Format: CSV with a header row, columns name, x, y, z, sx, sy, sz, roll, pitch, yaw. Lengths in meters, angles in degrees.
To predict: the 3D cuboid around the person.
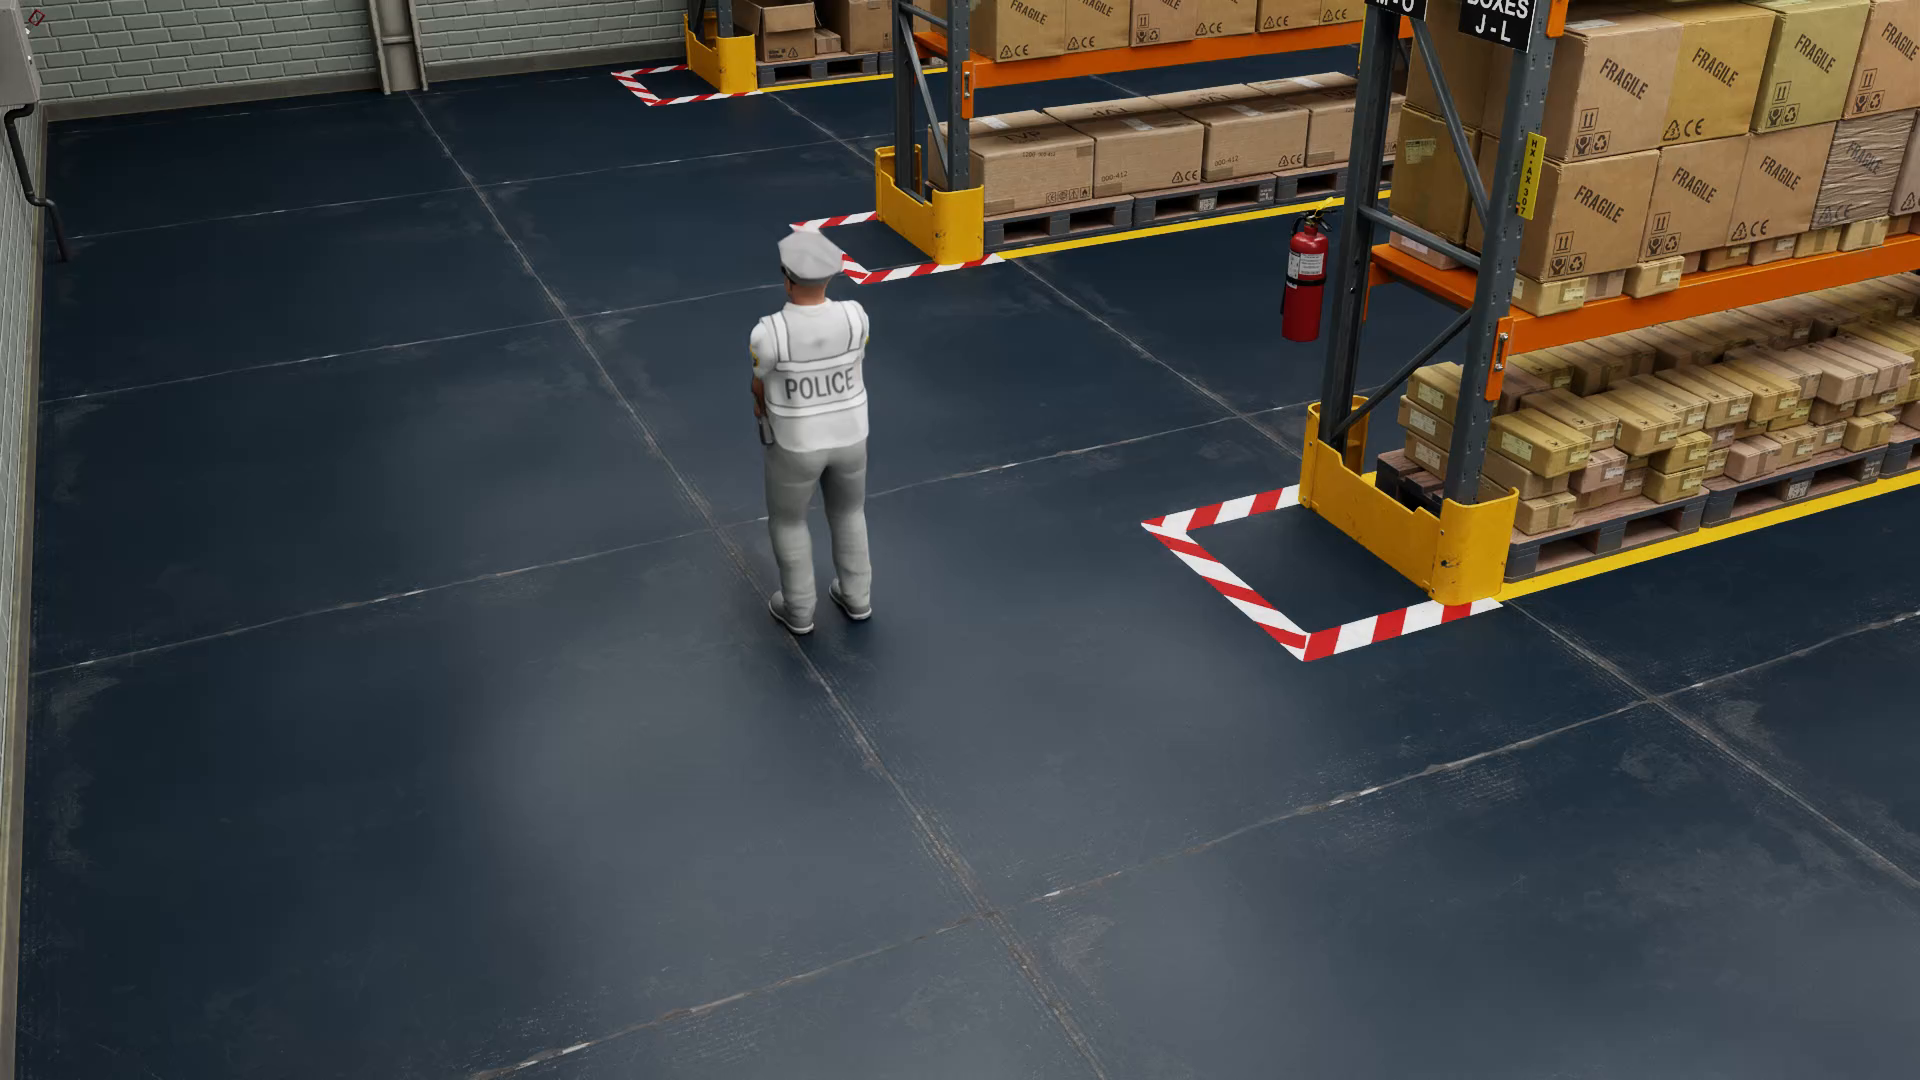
name,x,y,z,sx,sy,sz,roll,pitch,yaw
person,-0.645,-0.467,6.933,0.494,1.768,0.572,-13,32,-22
